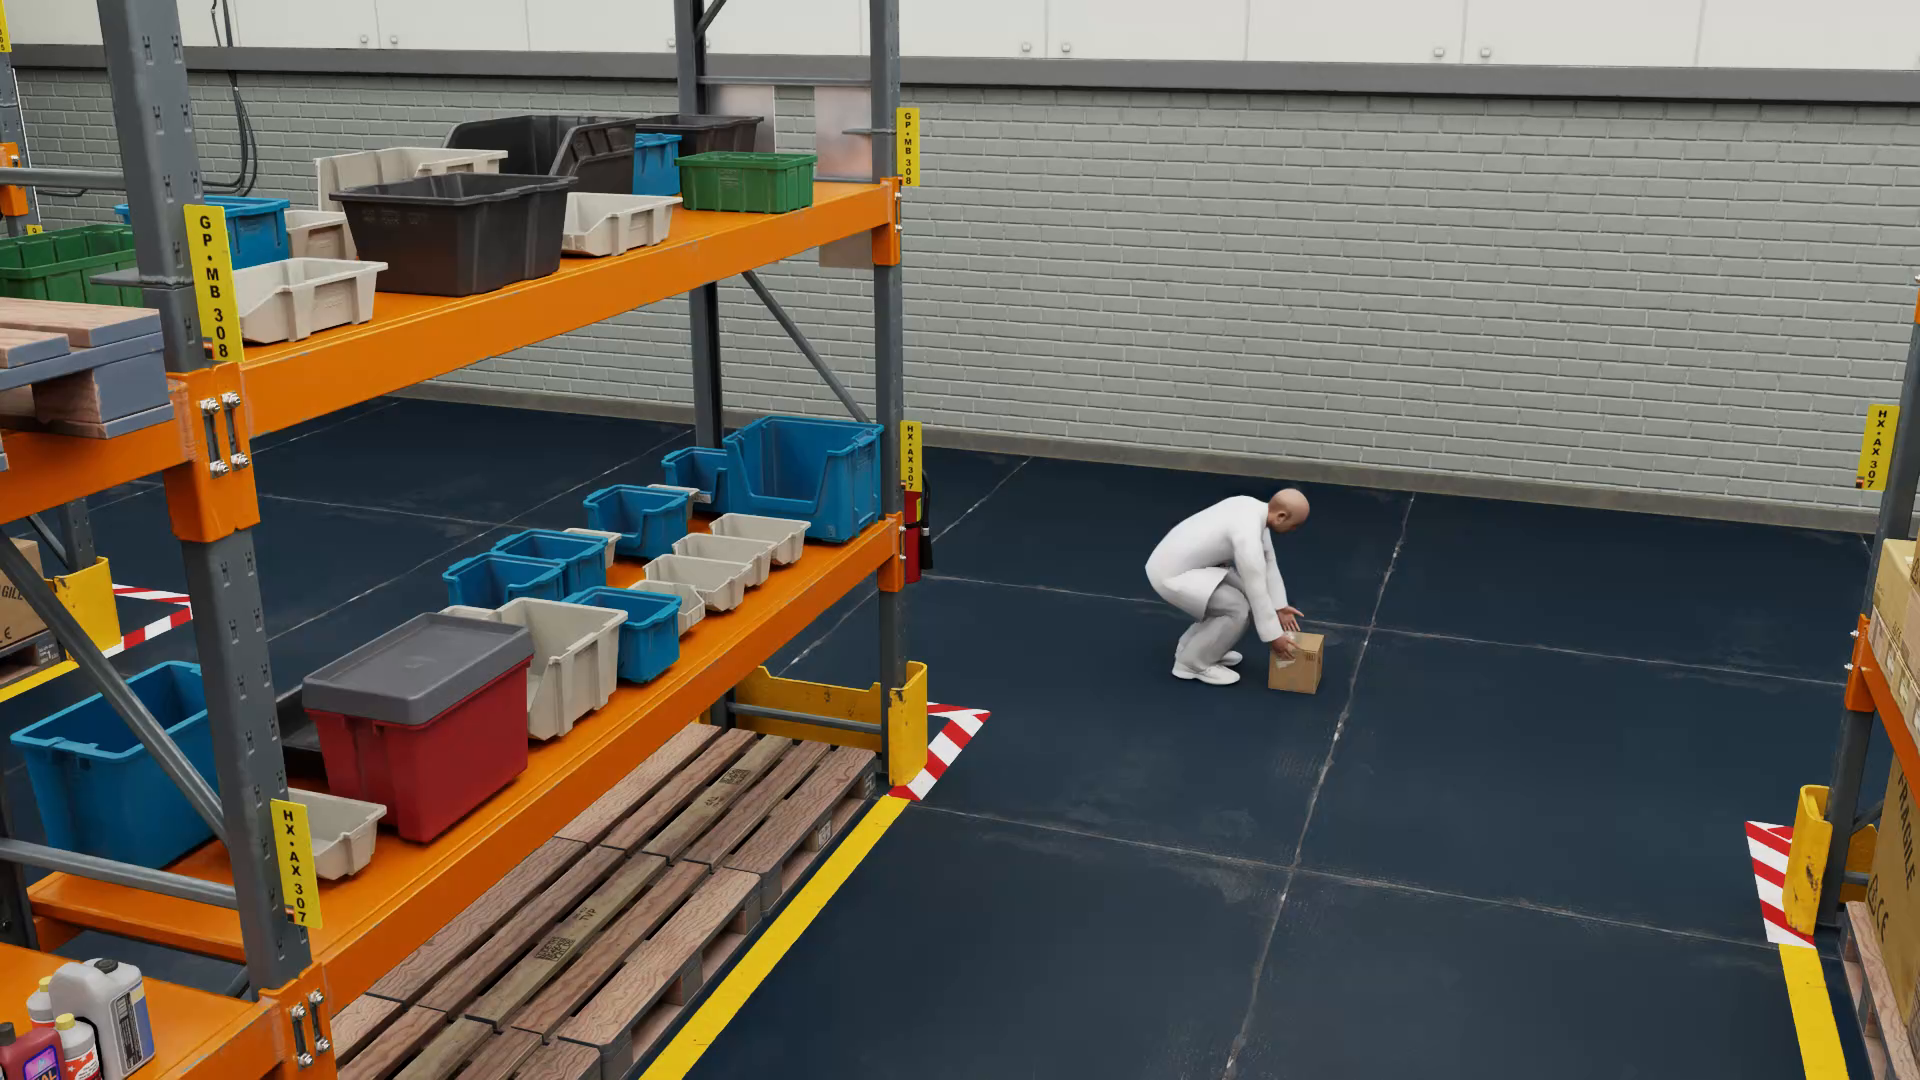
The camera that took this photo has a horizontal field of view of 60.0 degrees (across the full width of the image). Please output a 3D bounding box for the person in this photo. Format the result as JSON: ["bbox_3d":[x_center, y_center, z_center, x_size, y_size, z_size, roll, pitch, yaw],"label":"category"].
[{"bbox_3d":[1.450,0.228,9.047,0.877,1.054,0.610,6,19,18],"label":"person"}]
